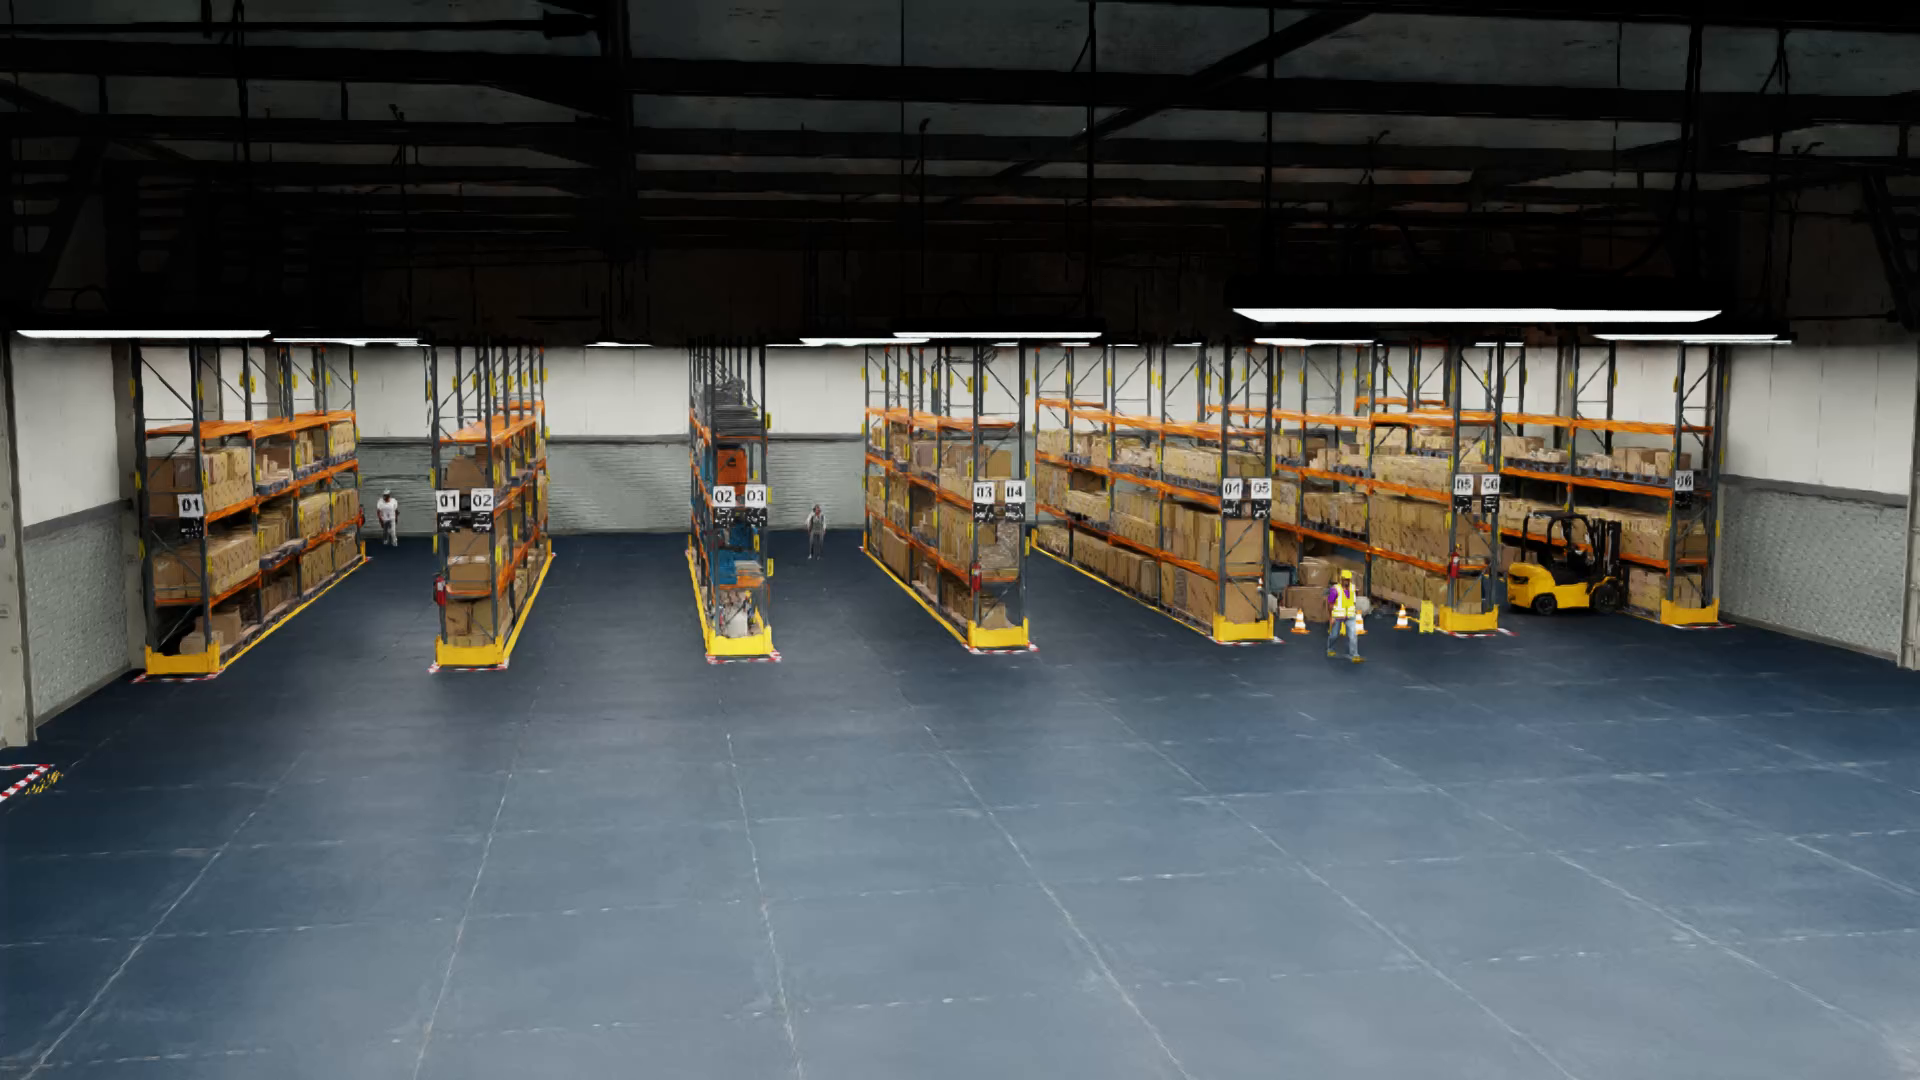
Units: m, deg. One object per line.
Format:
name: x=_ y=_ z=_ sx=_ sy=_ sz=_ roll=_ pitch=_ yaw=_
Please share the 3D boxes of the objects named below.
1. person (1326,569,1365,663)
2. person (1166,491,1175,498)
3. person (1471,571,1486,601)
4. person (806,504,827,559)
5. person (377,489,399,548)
person: x=7.052 y=1.374 z=30.592 sx=0.577 sy=1.690 sz=1.121 roll=-1 pitch=7 yaw=-8
person: x=6.044 y=-0.586 z=47.367 sx=0.473 sy=1.812 sz=0.582 roll=0 pitch=7 yaw=-1
person: x=11.716 y=0.588 z=37.836 sx=0.527 sy=1.592 sz=0.522 roll=3 pitch=7 yaw=21
person: x=-3.927 y=-0.236 z=45.421 sx=0.566 sy=1.541 sz=0.519 roll=-1 pitch=7 yaw=-13
person: x=-16.544 y=-0.637 z=48.092 sx=0.598 sy=1.690 sz=1.094 roll=-2 pitch=7 yaw=-20
